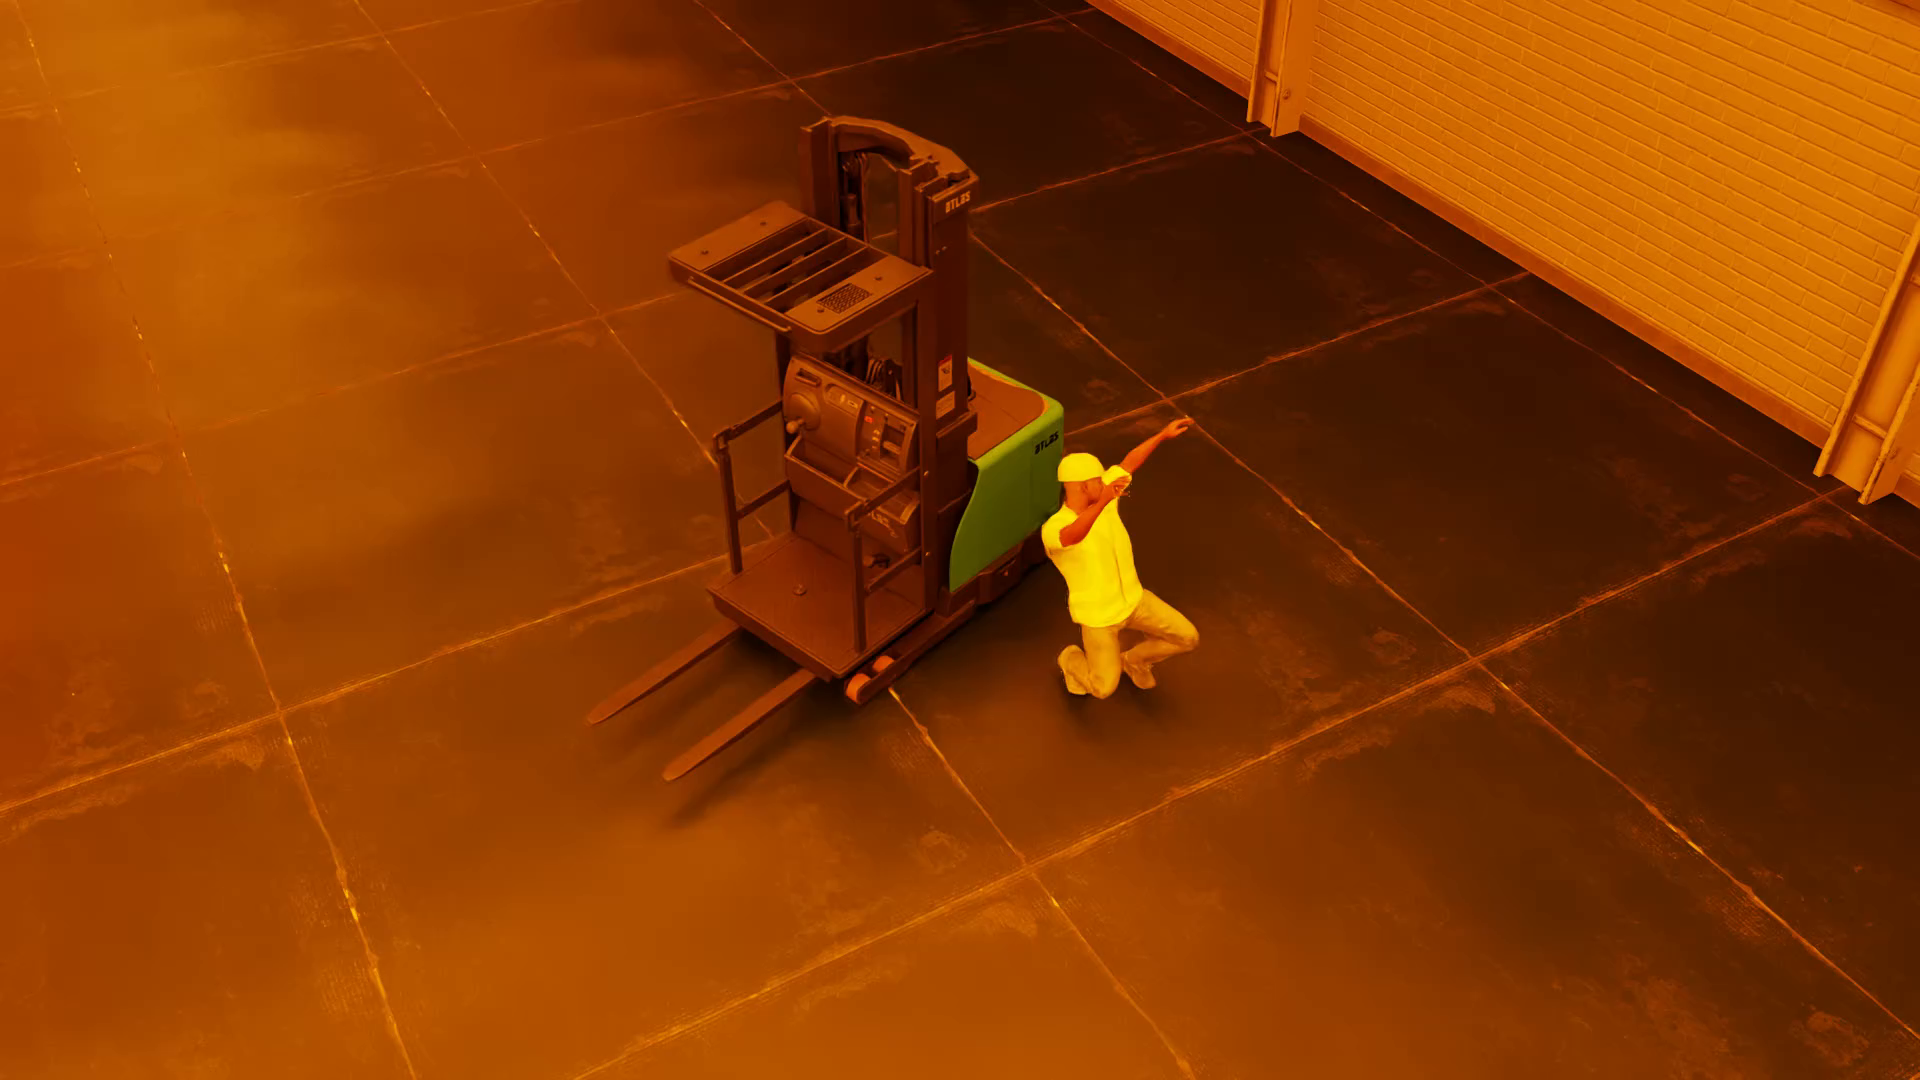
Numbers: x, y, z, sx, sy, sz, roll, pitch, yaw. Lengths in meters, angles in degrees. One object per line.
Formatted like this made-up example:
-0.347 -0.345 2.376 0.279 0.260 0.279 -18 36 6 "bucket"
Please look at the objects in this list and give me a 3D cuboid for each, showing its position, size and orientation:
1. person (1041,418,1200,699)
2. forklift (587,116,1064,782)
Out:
0.941 0.145 8.889 1.129 1.666 0.838 -31 49 -32 "person"
-0.734 -0.587 8.744 1.130 2.935 3.031 30 48 31 "forklift"
